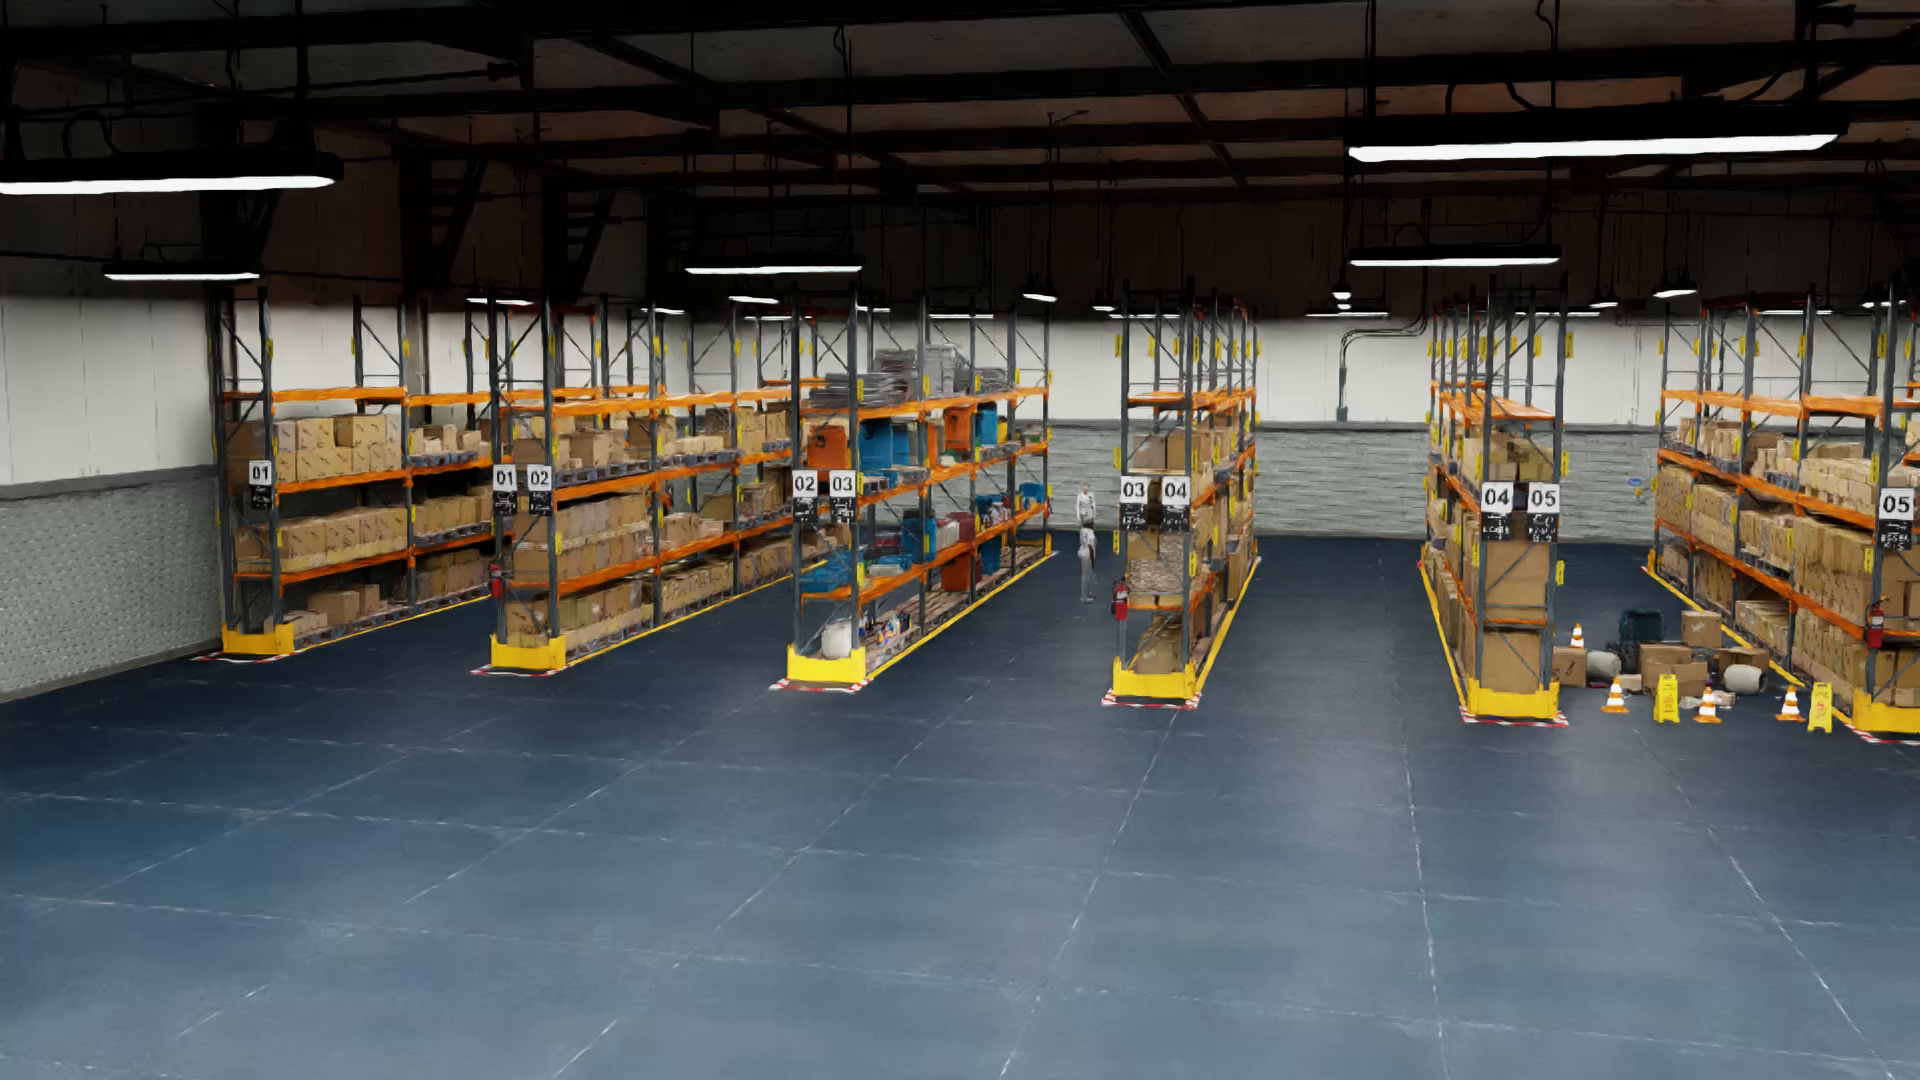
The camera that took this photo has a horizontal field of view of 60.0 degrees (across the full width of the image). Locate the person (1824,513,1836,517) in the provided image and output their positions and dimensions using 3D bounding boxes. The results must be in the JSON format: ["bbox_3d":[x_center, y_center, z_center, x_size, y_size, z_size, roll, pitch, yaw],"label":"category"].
[{"bbox_3d":[19.296,-0.122,36.964,0.556,1.791,0.656,-1,7,-9],"label":"person"}]

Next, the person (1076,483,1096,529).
[{"bbox_3d":[3.208,-0.686,42.451,0.499,1.587,1.074,1,7,11],"label":"person"}]

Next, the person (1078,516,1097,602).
[{"bbox_3d":[2.572,0.362,33.065,0.440,1.683,0.552,-2,7,-14],"label":"person"}]
